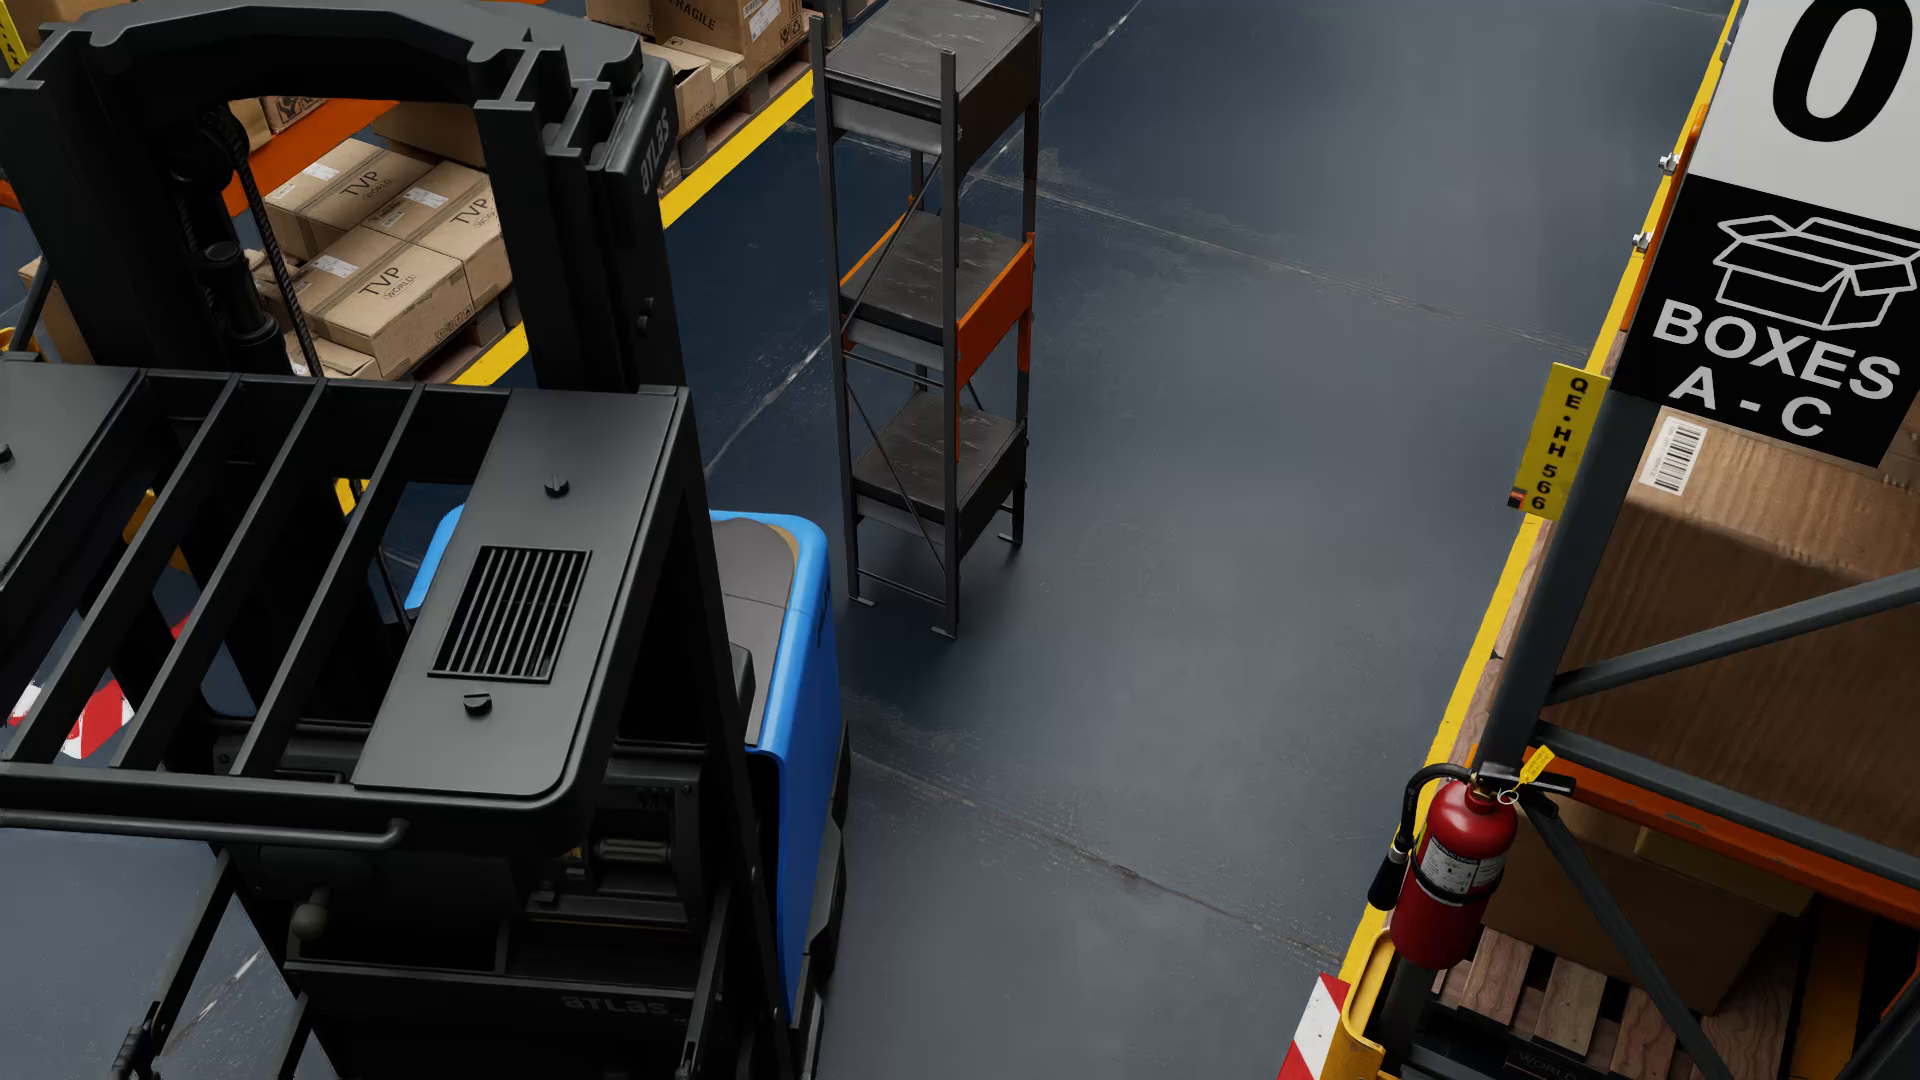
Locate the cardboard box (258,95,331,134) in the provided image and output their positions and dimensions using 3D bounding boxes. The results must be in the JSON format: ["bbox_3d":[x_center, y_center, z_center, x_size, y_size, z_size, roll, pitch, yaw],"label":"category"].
[{"bbox_3d":[-2.226,-1.669,5.220,0.500,0.500,0.500,20,49,19],"label":"cardboard box"}]

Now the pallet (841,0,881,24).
[{"bbox_3d":[-0.700,-3.179,8.744,1.003,0.211,1.213,20,49,19],"label":"pallet"}]

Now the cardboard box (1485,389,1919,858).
[{"bbox_3d":[1.717,0.089,3.343,0.980,0.700,0.700,23,50,21],"label":"cardboard box"}]

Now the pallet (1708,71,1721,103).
[{"bbox_3d":[3.637,-1.532,7.116,1.003,0.211,1.213,20,49,19],"label":"pallet"}]

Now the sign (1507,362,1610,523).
[{"bbox_3d":[1.015,-0.160,2.818,0.100,0.325,0.005,20,49,19],"label":"sign"}]

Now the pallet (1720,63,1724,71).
[{"bbox_3d":[4.202,-2.304,7.878,1.003,0.211,1.213,20,49,19],"label":"pallet"}]

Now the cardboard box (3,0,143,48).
[{"bbox_3d":[-2.461,-1.694,4.542,0.500,0.500,0.500,22,49,20],"label":"cardboard box"}]

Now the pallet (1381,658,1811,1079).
[{"bbox_3d":[1.791,0.969,4.644,1.003,0.211,1.213,20,49,19],"label":"pallet"}]

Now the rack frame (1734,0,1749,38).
[{"bbox_3d":[1.489,-1.590,0.995,1.000,3.000,0.127,20,49,19],"label":"rack frame"}]

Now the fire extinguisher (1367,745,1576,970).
[{"bbox_3d":[1.010,0.619,3.345,0.296,0.674,0.183,20,49,19],"label":"fire extinguisher"}]

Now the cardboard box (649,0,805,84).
[{"bbox_3d":[-1.057,-2.458,7.518,0.500,0.500,0.500,20,49,19],"label":"cardboard box"}]

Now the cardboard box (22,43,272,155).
[{"bbox_3d":[-2.461,-1.342,4.897,0.500,0.500,0.500,21,49,20],"label":"cardboard box"}]

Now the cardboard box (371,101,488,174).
[{"bbox_3d":[-1.911,-1.726,6.793,0.797,0.503,0.637,20,49,19],"label":"cardboard box"}]

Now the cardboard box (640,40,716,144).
[{"bbox_3d":[-1.405,-1.919,7.119,0.500,0.311,0.500,20,49,19],"label":"cardboard box"}]

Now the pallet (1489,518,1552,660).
[{"bbox_3d":[2.358,0.204,5.400,1.003,0.211,1.213,20,49,19],"label":"pallet"}]

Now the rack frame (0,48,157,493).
[{"bbox_3d":[-2.901,-1.115,4.743,1.000,3.000,0.127,20,49,19],"label":"rack frame"}]

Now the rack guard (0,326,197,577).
[{"bbox_3d":[-2.865,-0.284,5.679,1.175,0.500,0.348,20,49,19],"label":"rack guard"}]

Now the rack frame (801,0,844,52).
[{"bbox_3d":[-1.044,-3.635,7.233,1.000,3.000,0.127,20,49,19],"label":"rack frame"}]

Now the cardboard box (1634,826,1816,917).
[{"bbox_3d":[1.844,0.692,3.963,0.380,0.149,0.250,21,49,19],"label":"cardboard box"}]

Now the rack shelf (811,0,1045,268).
[{"bbox_3d":[-0.077,-1.116,4.412,0.431,0.518,0.480,20,49,19],"label":"rack shelf"}]

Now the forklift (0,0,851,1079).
[{"bbox_3d":[-0.964,0.679,3.018,1.130,2.935,3.031,3,45,3],"label":"forklift"}]

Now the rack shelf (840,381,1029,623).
[{"bbox_3d":[-0.077,-0.132,5.408,0.431,0.518,0.480,20,49,19],"label":"rack shelf"}]

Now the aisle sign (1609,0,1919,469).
[{"bbox_3d":[1.190,-0.449,2.257,0.394,0.787,0.004,20,49,19],"label":"aisle sign"}]

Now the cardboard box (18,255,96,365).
[{"bbox_3d":[-2.866,-0.814,5.894,0.500,0.500,0.500,20,49,19],"label":"cardboard box"}]

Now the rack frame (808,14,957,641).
[{"bbox_3d":[-0.190,-0.480,4.748,0.400,2.100,0.015,20,49,19],"label":"rack frame"}]

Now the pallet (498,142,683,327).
[{"bbox_3d":[-1.929,-1.450,7.035,1.003,0.211,1.213,20,49,19],"label":"pallet"}]

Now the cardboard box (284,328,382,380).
[{"bbox_3d":[-2.286,-0.581,5.898,0.380,0.166,0.250,20,49,19],"label":"cardboard box"}]

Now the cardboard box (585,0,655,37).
[{"bbox_3d":[-1.430,-2.651,7.842,0.500,0.311,0.500,20,49,19],"label":"cardboard box"}]

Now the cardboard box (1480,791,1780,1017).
[{"bbox_3d":[1.725,0.776,4.337,0.700,0.500,0.500,20,49,19],"label":"cardboard box"}]

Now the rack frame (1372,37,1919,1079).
[{"bbox_3d":[1.489,0.519,3.129,1.000,3.000,0.127,20,49,19],"label":"rack frame"}]

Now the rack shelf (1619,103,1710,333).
[{"bbox_3d":[2.417,-1.543,3.563,1.077,0.370,4.000,20,49,19],"label":"rack shelf"}]

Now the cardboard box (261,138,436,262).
[{"bbox_3d":[-2.399,-1.315,6.565,0.500,0.250,0.500,20,49,19],"label":"cardboard box"}]

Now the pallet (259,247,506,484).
[{"bbox_3d":[-2.496,-0.685,6.279,1.003,0.211,1.213,20,49,19],"label":"pallet"}]

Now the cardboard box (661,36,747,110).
[{"bbox_3d":[-1.178,-2.078,7.390,0.380,0.149,0.250,20,49,19],"label":"cardboard box"}]

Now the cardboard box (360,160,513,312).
[{"bbox_3d":[-1.933,-1.182,6.433,0.500,0.250,0.500,20,49,19],"label":"cardboard box"}]

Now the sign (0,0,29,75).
[{"bbox_3d":[-2.420,-1.240,4.258,0.100,0.325,0.005,20,49,19],"label":"sign"}]

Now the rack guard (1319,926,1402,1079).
[{"bbox_3d":[1.478,1.412,4.003,1.175,0.500,0.348,20,49,19],"label":"rack guard"}]

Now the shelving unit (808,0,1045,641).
[{"bbox_3d":[-0.077,-0.634,4.900,0.431,2.100,0.503,20,49,19],"label":"shelving unit"}]

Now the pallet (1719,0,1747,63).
[{"bbox_3d":[1.824,-0.976,2.558,1.003,0.211,1.213,20,49,19],"label":"pallet"}]

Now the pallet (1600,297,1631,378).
[{"bbox_3d":[2.923,-0.568,6.163,1.003,0.211,1.213,20,49,19],"label":"pallet"}]

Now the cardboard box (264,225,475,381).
[{"bbox_3d":[-2.165,-0.867,6.121,0.500,0.250,0.500,20,49,19],"label":"cardboard box"}]

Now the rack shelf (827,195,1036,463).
[{"bbox_3d":[-0.077,-0.624,4.910,0.431,0.518,0.480,20,49,19],"label":"rack shelf"}]

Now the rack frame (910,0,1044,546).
[{"bbox_3d":[0.036,-0.788,5.052,0.400,2.100,0.015,20,49,19],"label":"rack frame"}]

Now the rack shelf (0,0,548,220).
[{"bbox_3d":[-1.972,-2.122,6.244,1.077,0.370,4.000,20,49,19],"label":"rack shelf"}]

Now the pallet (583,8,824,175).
[{"bbox_3d":[-1.363,-2.222,7.798,1.003,0.211,1.213,20,49,19],"label":"pallet"}]

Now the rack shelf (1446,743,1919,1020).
[{"bbox_3d":[2.417,-0.489,4.630,1.077,0.370,4.000,20,49,19],"label":"rack shelf"}]

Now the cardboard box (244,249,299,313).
[{"bbox_3d":[-2.599,-0.923,6.236,0.380,0.166,0.250,20,49,19],"label":"cardboard box"}]
